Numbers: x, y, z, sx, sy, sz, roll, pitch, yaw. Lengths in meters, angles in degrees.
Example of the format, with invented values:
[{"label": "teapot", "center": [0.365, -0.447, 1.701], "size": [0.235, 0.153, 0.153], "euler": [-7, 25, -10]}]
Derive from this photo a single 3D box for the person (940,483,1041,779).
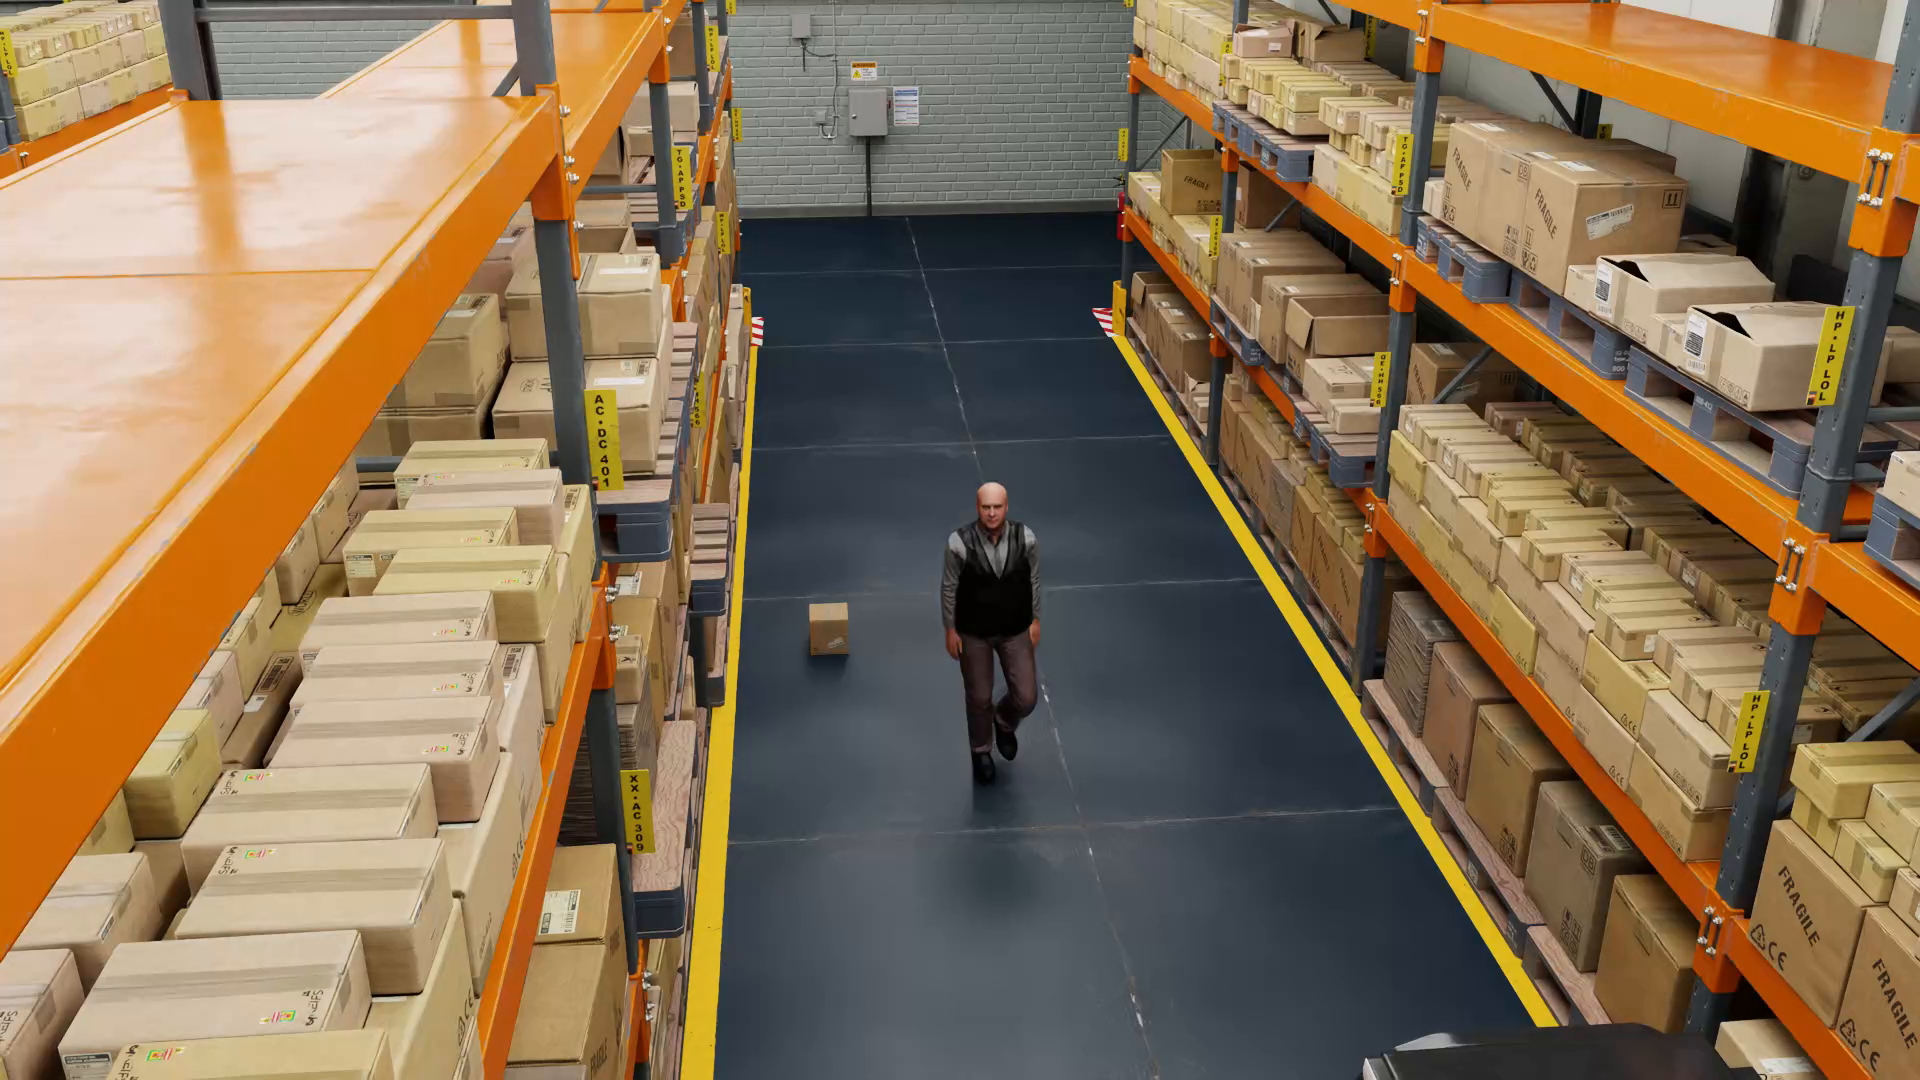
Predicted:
[{"label": "person", "center": [0.179, 0.506, 9.130], "size": [0.565, 1.714, 0.463], "euler": [-4, 24, -8]}]
